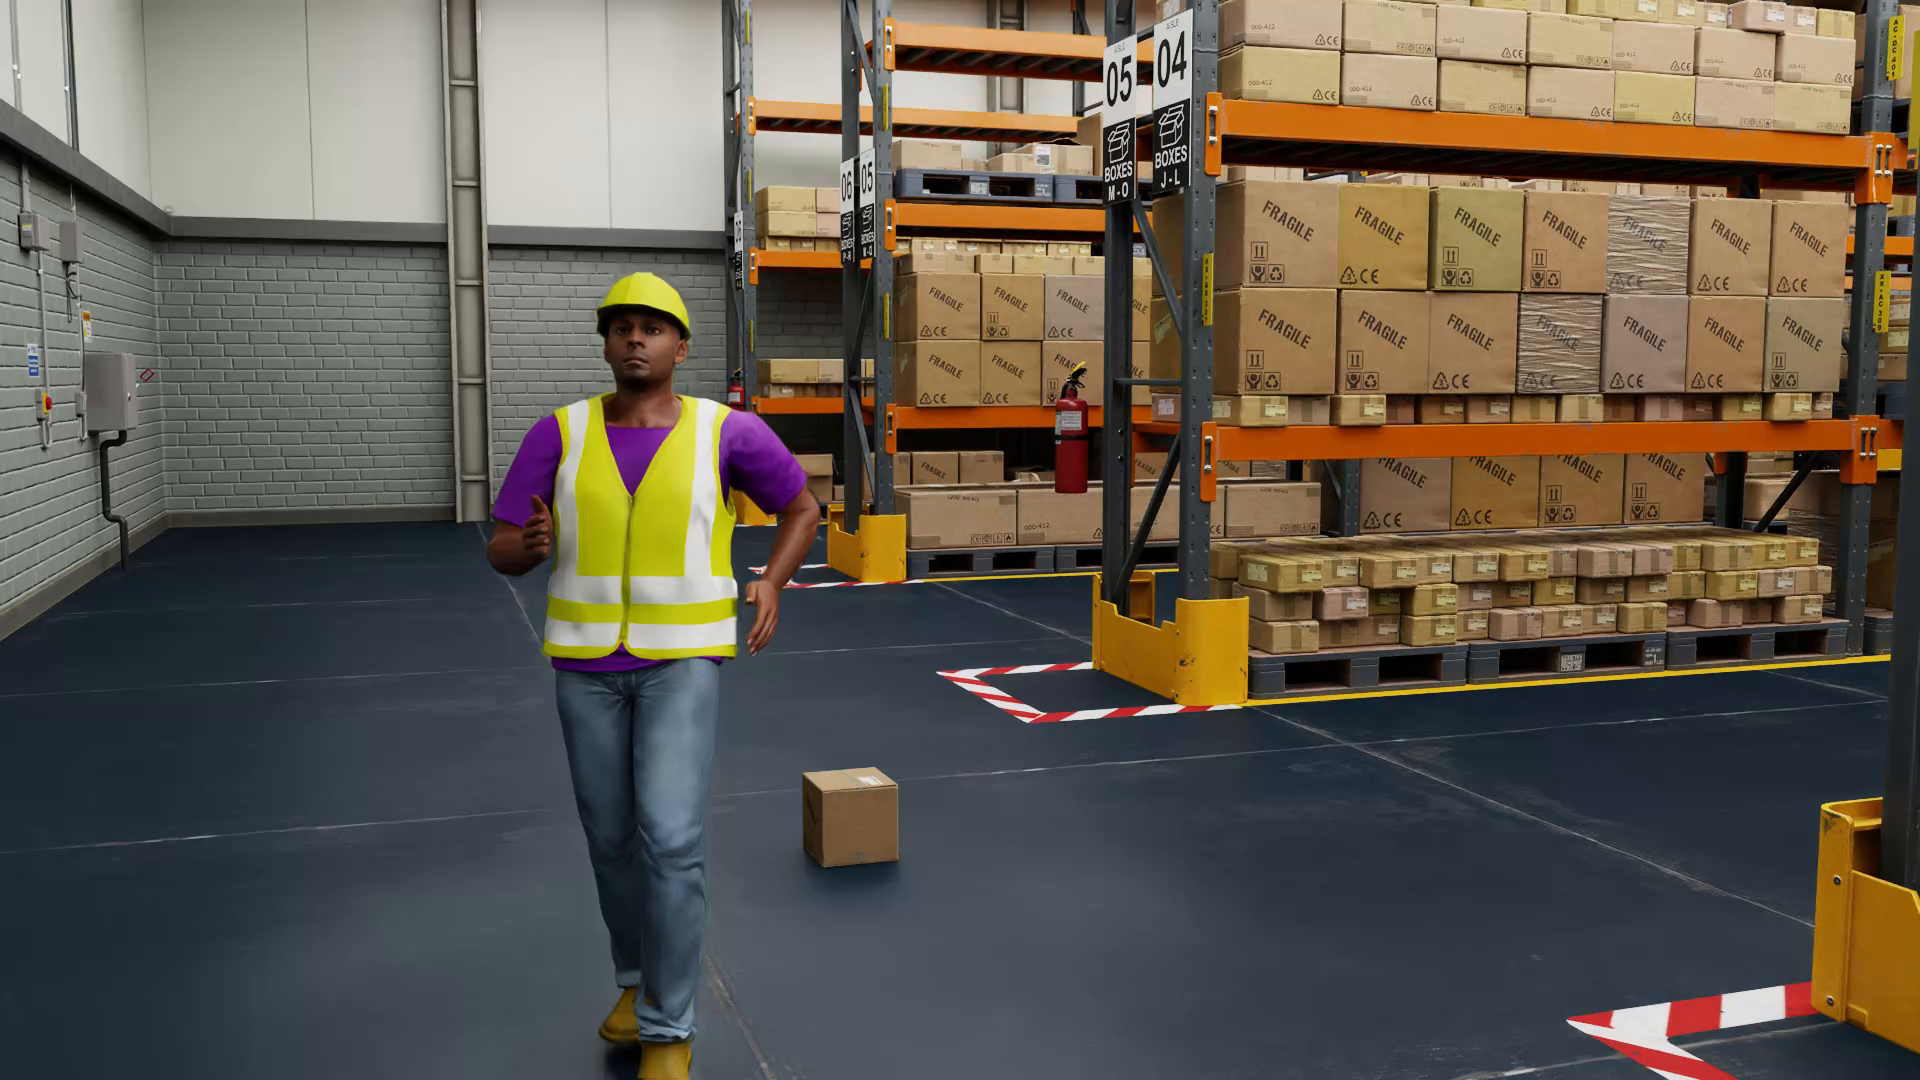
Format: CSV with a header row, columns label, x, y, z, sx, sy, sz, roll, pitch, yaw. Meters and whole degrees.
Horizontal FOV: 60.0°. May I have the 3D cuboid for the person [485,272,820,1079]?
label,x,y,z,sx,sy,sz,roll,pitch,yaw
person,-0.706,0.291,3.671,0.706,1.766,0.749,0,6,4
